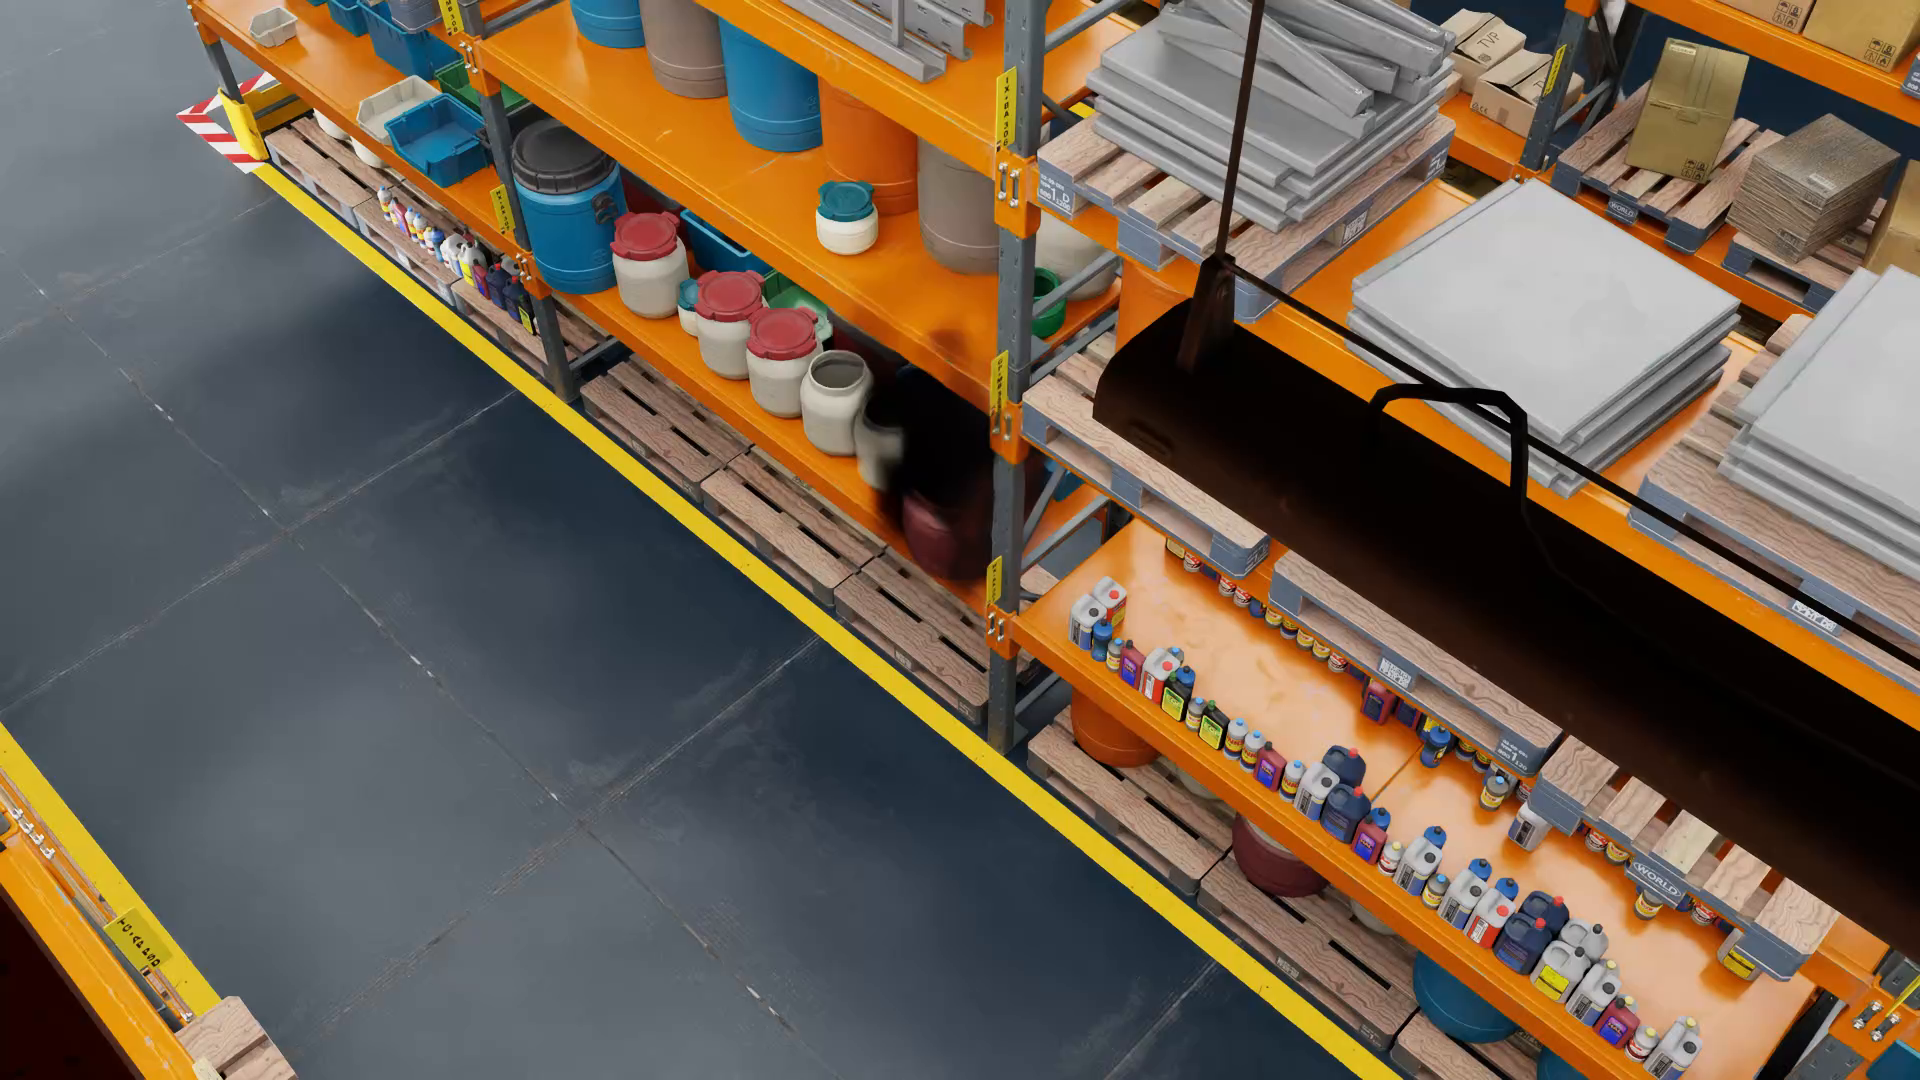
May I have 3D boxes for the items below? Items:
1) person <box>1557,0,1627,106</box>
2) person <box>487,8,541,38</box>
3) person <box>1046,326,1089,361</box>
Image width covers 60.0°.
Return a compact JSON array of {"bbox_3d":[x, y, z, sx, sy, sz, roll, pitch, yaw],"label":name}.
[{"bbox_3d":[4.878,-3.858,12.483,0.851,1.814,0.679,36,59,26],"label":"person"},{"bbox_3d":[-3.498,-4.335,12.931,1.008,1.785,0.626,36,59,26],"label":"person"},{"bbox_3d":[0.624,-1.688,10.328,0.462,1.554,0.616,37,59,27],"label":"person"}]
